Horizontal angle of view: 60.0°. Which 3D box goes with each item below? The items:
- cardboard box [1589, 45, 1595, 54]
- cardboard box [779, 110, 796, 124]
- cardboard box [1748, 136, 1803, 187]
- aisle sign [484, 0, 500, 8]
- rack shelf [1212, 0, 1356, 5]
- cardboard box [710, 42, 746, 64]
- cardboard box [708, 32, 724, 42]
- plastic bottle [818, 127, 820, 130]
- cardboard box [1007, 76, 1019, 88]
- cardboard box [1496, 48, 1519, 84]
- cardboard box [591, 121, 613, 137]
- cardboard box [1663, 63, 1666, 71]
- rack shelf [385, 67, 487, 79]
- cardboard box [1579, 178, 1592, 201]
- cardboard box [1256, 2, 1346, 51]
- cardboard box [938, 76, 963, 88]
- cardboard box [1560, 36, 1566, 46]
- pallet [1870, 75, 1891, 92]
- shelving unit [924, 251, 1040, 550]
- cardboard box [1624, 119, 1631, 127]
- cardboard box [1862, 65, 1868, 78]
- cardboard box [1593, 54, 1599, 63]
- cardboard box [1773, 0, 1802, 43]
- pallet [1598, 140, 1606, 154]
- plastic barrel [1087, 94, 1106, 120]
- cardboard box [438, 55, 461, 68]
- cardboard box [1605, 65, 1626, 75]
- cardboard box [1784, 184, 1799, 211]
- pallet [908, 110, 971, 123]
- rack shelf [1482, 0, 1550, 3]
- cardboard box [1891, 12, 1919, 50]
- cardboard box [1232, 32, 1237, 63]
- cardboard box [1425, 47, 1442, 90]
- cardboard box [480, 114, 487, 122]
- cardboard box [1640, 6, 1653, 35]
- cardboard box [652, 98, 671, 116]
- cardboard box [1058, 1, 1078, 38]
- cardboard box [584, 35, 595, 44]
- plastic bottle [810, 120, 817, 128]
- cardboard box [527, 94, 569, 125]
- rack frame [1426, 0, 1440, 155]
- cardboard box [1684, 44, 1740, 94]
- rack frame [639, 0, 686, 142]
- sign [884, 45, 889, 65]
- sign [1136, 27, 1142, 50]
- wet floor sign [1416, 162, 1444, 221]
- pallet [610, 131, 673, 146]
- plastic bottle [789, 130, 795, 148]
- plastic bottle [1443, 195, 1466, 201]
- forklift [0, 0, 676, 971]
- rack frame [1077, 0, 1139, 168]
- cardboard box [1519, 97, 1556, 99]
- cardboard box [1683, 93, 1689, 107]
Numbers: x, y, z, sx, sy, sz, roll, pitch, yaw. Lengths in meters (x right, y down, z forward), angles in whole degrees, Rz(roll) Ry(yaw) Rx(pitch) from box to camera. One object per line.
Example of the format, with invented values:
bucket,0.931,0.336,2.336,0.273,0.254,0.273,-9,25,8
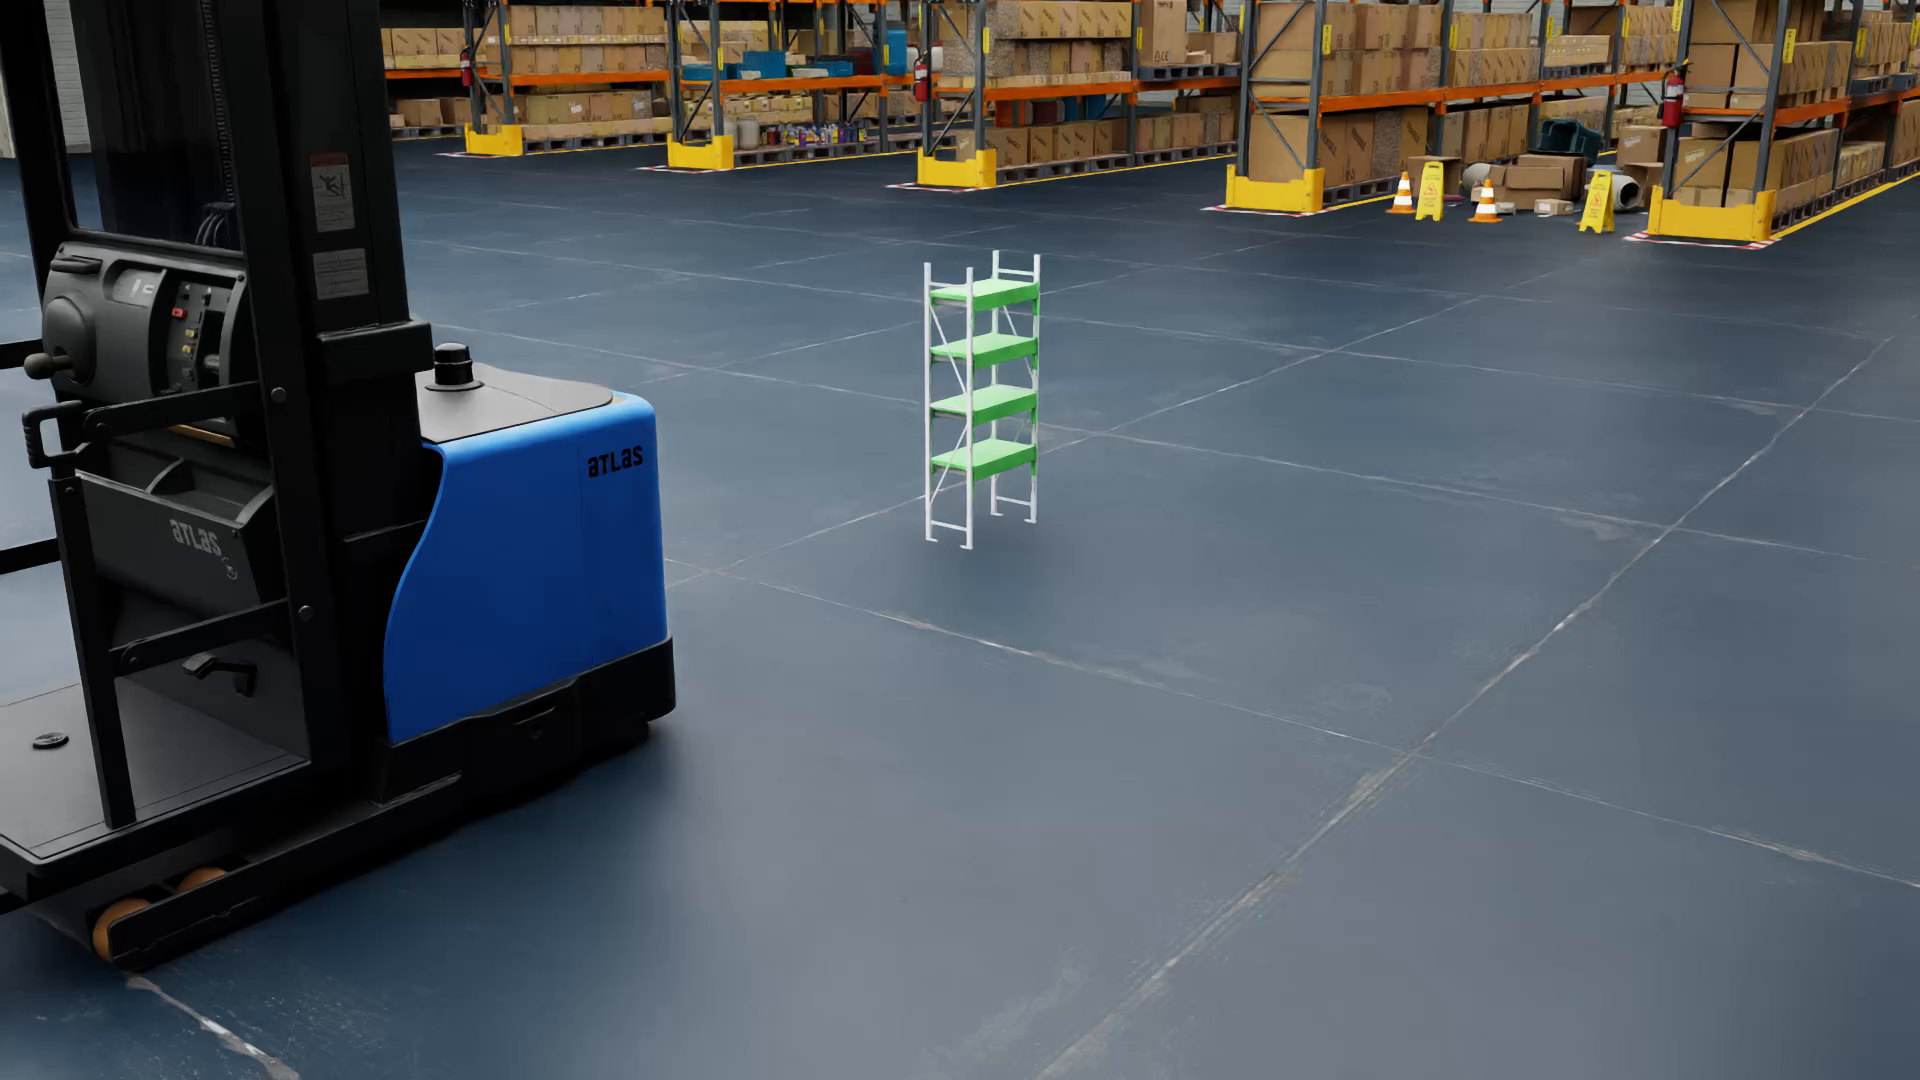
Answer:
cardboard box,10.437,-8.246,27.953,0.380,0.149,0.250,12,21,33
cardboard box,-3.701,-8.635,33.921,0.500,0.250,0.500,12,21,34
cardboard box,8.891,-4.151,18.218,0.500,0.500,0.500,11,21,33
aisle sign,-7.839,-9.306,27.769,0.394,0.787,0.004,12,21,35
rack shelf,5.866,-9.853,30.071,1.077,0.370,4.000,12,21,35
cardboard box,-4.579,-9.559,32.800,0.500,0.500,0.500,12,21,35
cardboard box,-5.844,-11.550,38.676,0.500,0.500,0.500,13,22,36
plastic bottle,-2.331,-6.777,27.848,0.061,0.283,0.133,12,21,35
cardboard box,0.595,-6.402,23.224,0.380,0.149,0.250,12,21,35
cardboard box,7.949,-7.043,24.697,0.500,0.500,0.500,12,21,34
cardboard box,-6.652,-7.467,30.159,0.500,0.250,0.500,12,21,35
cardboard box,13.082,-8.930,31.367,0.380,0.149,0.250,12,21,34
rack shelf,-10.834,-9.141,32.836,1.077,0.370,4.000,12,21,35
cardboard box,8.041,-4.464,21.170,0.258,0.266,0.396,-1,17,-3
cardboard box,4.083,-6.151,19.920,0.875,0.550,0.550,12,21,35
cardboard box,-0.088,-6.367,23.113,0.380,0.149,0.250,12,21,35
cardboard box,9.495,-8.013,26.702,0.380,0.149,0.250,11,21,32
pallet,11.487,-5.967,21.723,1.003,0.211,1.213,12,21,35
shelving unit,0.099,-0.612,7.193,0.258,1.200,0.503,12,21,35
cardboard box,11.995,-7.617,30.311,0.380,0.149,0.250,14,22,37
cardboard box,10.989,-5.799,20.574,0.380,0.149,0.250,13,21,36
cardboard box,10.599,-8.170,28.211,0.380,0.149,0.250,12,21,35
cardboard box,8.933,-5.812,18.546,0.700,0.500,0.500,12,21,34
pallet,10.519,-6.823,28.859,1.003,0.211,1.213,12,21,35
plastic barrel,2.742,-9.188,34.603,0.600,0.901,0.708,12,21,35
cardboard box,-10.272,-9.493,32.975,0.500,0.250,0.500,12,21,34
cardboard box,11.413,-8.230,29.112,0.380,0.149,0.250,13,22,37
cardboard box,8.880,-3.782,18.294,0.500,0.250,0.500,13,22,37
pallet,-0.486,-9.824,38.523,1.003,0.211,1.213,12,21,35
rack shelf,7.406,-8.000,24.103,1.077,0.370,4.000,12,21,35
cardboard box,13.124,-7.136,23.312,0.500,0.500,0.500,12,21,33
cardboard box,4.385,-8.401,28.361,0.500,0.500,0.500,10,20,28
cardboard box,6.004,-6.417,22.595,0.875,0.550,0.550,12,21,35
cardboard box,-9.937,-8.686,34.191,0.380,0.166,0.250,9,20,28
cardboard box,12.067,-9.313,29.819,0.500,0.500,0.500,13,21,36
cardboard box,-5.651,-8.389,32.183,0.500,0.311,0.500,12,21,35
cardboard box,1.348,-7.490,23.950,0.500,0.500,0.500,12,21,35
cardboard box,-6.722,-8.913,29.625,0.380,0.149,0.250,13,21,35
plastic bottle,-2.501,-7.037,28.570,0.144,0.351,0.185,13,22,36
cardboard box,-7.251,-7.588,29.283,0.500,0.500,0.500,12,21,35
rack frame,6.212,-6.435,22.909,0.949,2.616,0.053,12,21,35
cardboard box,7.969,-4.999,17.614,0.500,0.500,0.500,12,21,34
rack frame,-5.662,-9.087,31.447,1.000,3.000,0.127,12,21,35
sign,-1.251,-8.243,28.263,0.100,0.325,0.005,12,21,35
sign,2.732,-7.655,25.376,0.100,0.325,0.005,12,21,35
wet floor sign,5.404,-4.001,19.040,0.267,0.644,0.232,8,19,25
pallet,-6.170,-7.573,31.275,1.003,0.211,1.213,12,21,35
plastic bottle,-2.739,-6.542,27.110,0.097,0.271,0.097,0,17,0
plastic bottle,6.285,-4.351,21.153,0.283,0.061,0.133,5,18,16
forklift,-2.195,-0.542,4.047,1.130,2.935,3.031,13,21,35
rack frame,2.291,-7.335,25.807,1.000,3.000,0.127,12,21,35
cardboard box,9.706,-7.328,28.026,0.500,0.250,0.500,13,22,37
cardboard box,7.980,-4.718,17.804,0.380,0.149,0.250,12,21,34
